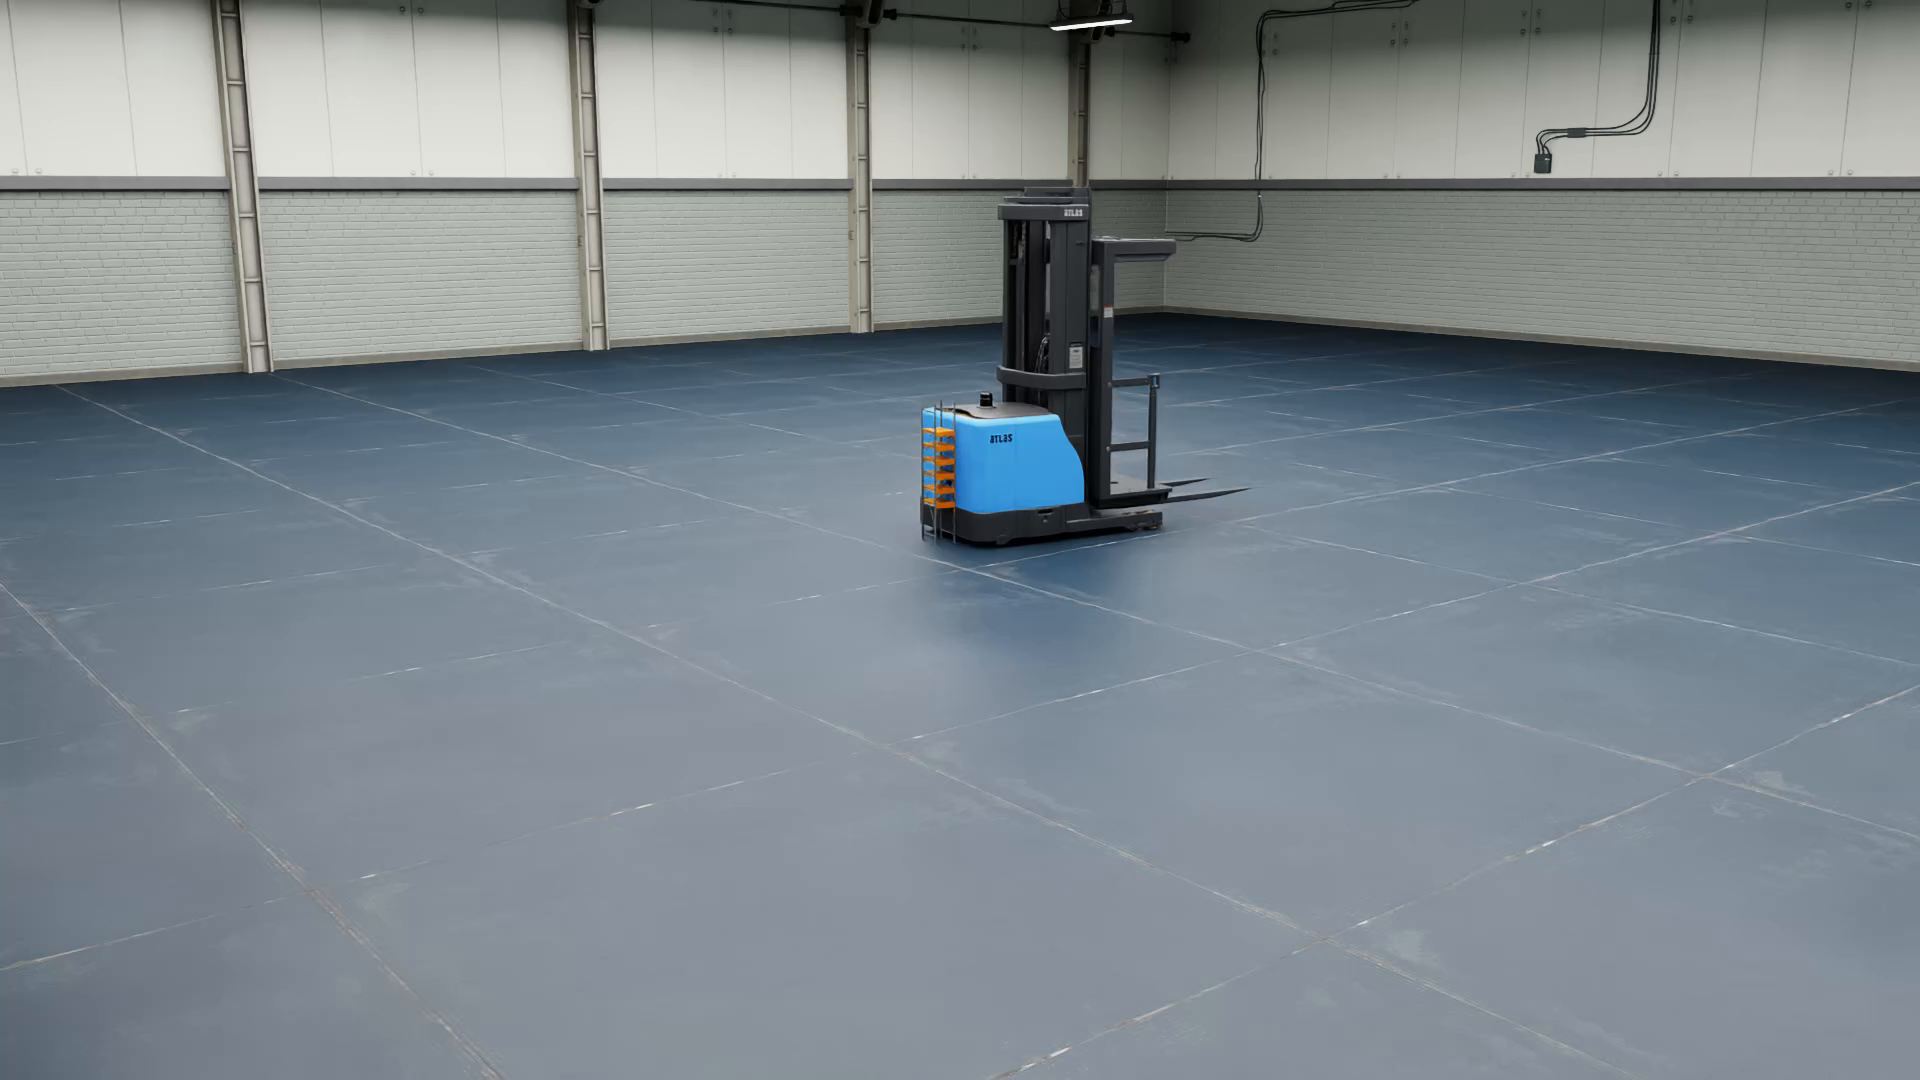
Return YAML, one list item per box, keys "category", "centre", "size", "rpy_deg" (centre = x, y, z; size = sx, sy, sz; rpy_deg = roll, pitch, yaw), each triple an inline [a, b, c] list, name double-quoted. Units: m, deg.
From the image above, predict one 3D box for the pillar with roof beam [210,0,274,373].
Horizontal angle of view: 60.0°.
- category: "pillar with roof beam"
  centre: [-8.710, -6.443, 22.808]
  size: [0.400, 9.000, 9.100]
  rpy_deg: [-9, 15, -38]

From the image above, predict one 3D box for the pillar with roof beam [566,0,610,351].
- category: "pillar with roof beam"
  centre: [-4.025, -7.222, 26.474]
  size: [0.548, 9.000, 9.100]
  rpy_deg: [-9, 15, -38]

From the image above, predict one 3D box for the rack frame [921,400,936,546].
- category: "rack frame"
  centre: [-0.260, -0.556, 13.861]
  size: [0.006, 1.200, 0.240]
  rpy_deg: [-7, 14, -30]

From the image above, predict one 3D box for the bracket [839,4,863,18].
- category: "bracket"
  centre: [-2.132, -10.348, 32.531]
  size: [0.430, 0.232, 0.235]
  rpy_deg: [-9, 15, -38]

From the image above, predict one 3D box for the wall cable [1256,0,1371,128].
- category: "wall cable"
  centre: [7.472, -10.158, 35.618]
  size: [0.112, 2.526, 3.097]
  rpy_deg: [-9, 15, -38]

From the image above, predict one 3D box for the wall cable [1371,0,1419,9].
- category: "wall cable"
  centre: [9.405, -11.881, 32.781]
  size: [0.112, 2.526, 3.097]
  rpy_deg: [-9, 15, -38]

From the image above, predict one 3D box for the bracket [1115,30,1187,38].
- category: "bracket"
  centre: [4.591, -11.465, 37.792]
  size: [3.189, 0.066, 0.076]
  rpy_deg: [-9, 15, -38]

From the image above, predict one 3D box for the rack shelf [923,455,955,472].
- category: "rack shelf"
  centre: [-0.181, -0.640, 13.890]
  size: [0.180, 0.103, 0.258]
  rpy_deg: [-7, 14, -30]

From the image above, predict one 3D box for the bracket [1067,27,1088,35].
- category: "bracket"
  centre: [2.553, -11.127, 36.197]
  size: [0.430, 0.232, 0.235]
  rpy_deg: [-9, 15, -38]

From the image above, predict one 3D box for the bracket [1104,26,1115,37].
- category: "bracket"
  centre: [3.202, -11.234, 36.704]
  size: [0.430, 0.232, 0.235]
  rpy_deg: [-9, 15, -38]

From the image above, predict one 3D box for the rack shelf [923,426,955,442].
- category: "rack shelf"
  centre: [-0.181, -0.875, 13.840]
  size: [0.180, 0.103, 0.258]
  rpy_deg: [-7, 14, -30]

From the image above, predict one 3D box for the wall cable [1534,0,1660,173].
- category: "wall cable"
  centre: [11.700, -9.767, 30.272]
  size: [0.169, 6.003, 2.305]
  rpy_deg: [-9, 15, -38]

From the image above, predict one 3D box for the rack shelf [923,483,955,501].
- category: "rack shelf"
  centre: [-0.181, -0.405, 13.940]
  size: [0.180, 0.103, 0.258]
  rpy_deg: [-7, 14, -30]

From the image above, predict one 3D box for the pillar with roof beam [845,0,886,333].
- category: "pillar with roof beam"
  centre: [0.660, -8.000, 30.141]
  size: [0.548, 9.000, 9.100]
  rpy_deg: [-9, 15, -38]

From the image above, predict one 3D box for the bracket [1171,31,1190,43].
- category: "bracket"
  centre: [5.052, -11.542, 38.153]
  size: [0.430, 0.232, 0.235]
  rpy_deg: [-9, 15, -38]

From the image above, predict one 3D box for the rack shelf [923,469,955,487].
- category: "rack shelf"
  centre: [-0.181, -0.523, 13.915]
  size: [0.180, 0.103, 0.258]
  rpy_deg: [-7, 14, -30]

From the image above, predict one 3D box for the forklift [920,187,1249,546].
- category: "forklift"
  centre: [1.187, -1.590, 14.561]
  size: [3.031, 2.935, 1.130]
  rpy_deg: [-7, 14, -30]

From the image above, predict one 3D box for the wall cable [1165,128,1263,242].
- category: "wall cable"
  centre: [5.782, -8.126, 38.208]
  size: [0.112, 2.526, 3.097]
  rpy_deg: [-9, 15, -38]

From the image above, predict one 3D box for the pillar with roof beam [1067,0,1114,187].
- category: "pillar with roof beam"
  centre: [5.345, -8.779, 33.807]
  size: [0.548, 9.000, 9.100]
  rpy_deg: [-9, 15, -38]

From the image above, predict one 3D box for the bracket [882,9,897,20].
- category: "bracket"
  centre: [-1.484, -10.456, 33.038]
  size: [0.430, 0.232, 0.235]
  rpy_deg: [-9, 15, -38]

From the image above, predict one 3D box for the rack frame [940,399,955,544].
- category: "rack frame"
  centre: [-0.102, -0.576, 13.951]
  size: [0.006, 1.200, 0.240]
  rpy_deg: [-7, 14, -30]

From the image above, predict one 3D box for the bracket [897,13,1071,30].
- category: "bracket"
  centre: [0.542, -10.792, 34.623]
  size: [4.783, 0.066, 0.076]
  rpy_deg: [-9, 15, -38]

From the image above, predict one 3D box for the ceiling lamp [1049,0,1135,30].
- category: "ceiling lamp"
  centre: [2.605, -11.061, 30.500]
  size: [0.800, 3.185, 2.000]
  rpy_deg: [-9, 15, -38]

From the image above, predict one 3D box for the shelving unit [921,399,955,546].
- category: "shelving unit"
  centre: [-0.181, -0.566, 13.906]
  size: [0.189, 1.200, 0.258]
  rpy_deg: [-7, 14, -30]

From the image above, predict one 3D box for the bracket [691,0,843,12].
- category: "bracket"
  centre: [-4.144, -10.014, 30.956]
  size: [4.783, 0.066, 0.076]
  rpy_deg: [-9, 15, -38]

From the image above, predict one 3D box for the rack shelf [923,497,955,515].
- category: "rack shelf"
  centre: [-0.181, -0.288, 13.965]
  size: [0.180, 0.103, 0.258]
  rpy_deg: [-7, 14, -30]

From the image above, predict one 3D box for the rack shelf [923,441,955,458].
- category: "rack shelf"
  centre: [-0.181, -0.757, 13.865]
  size: [0.180, 0.103, 0.258]
  rpy_deg: [-7, 14, -30]
